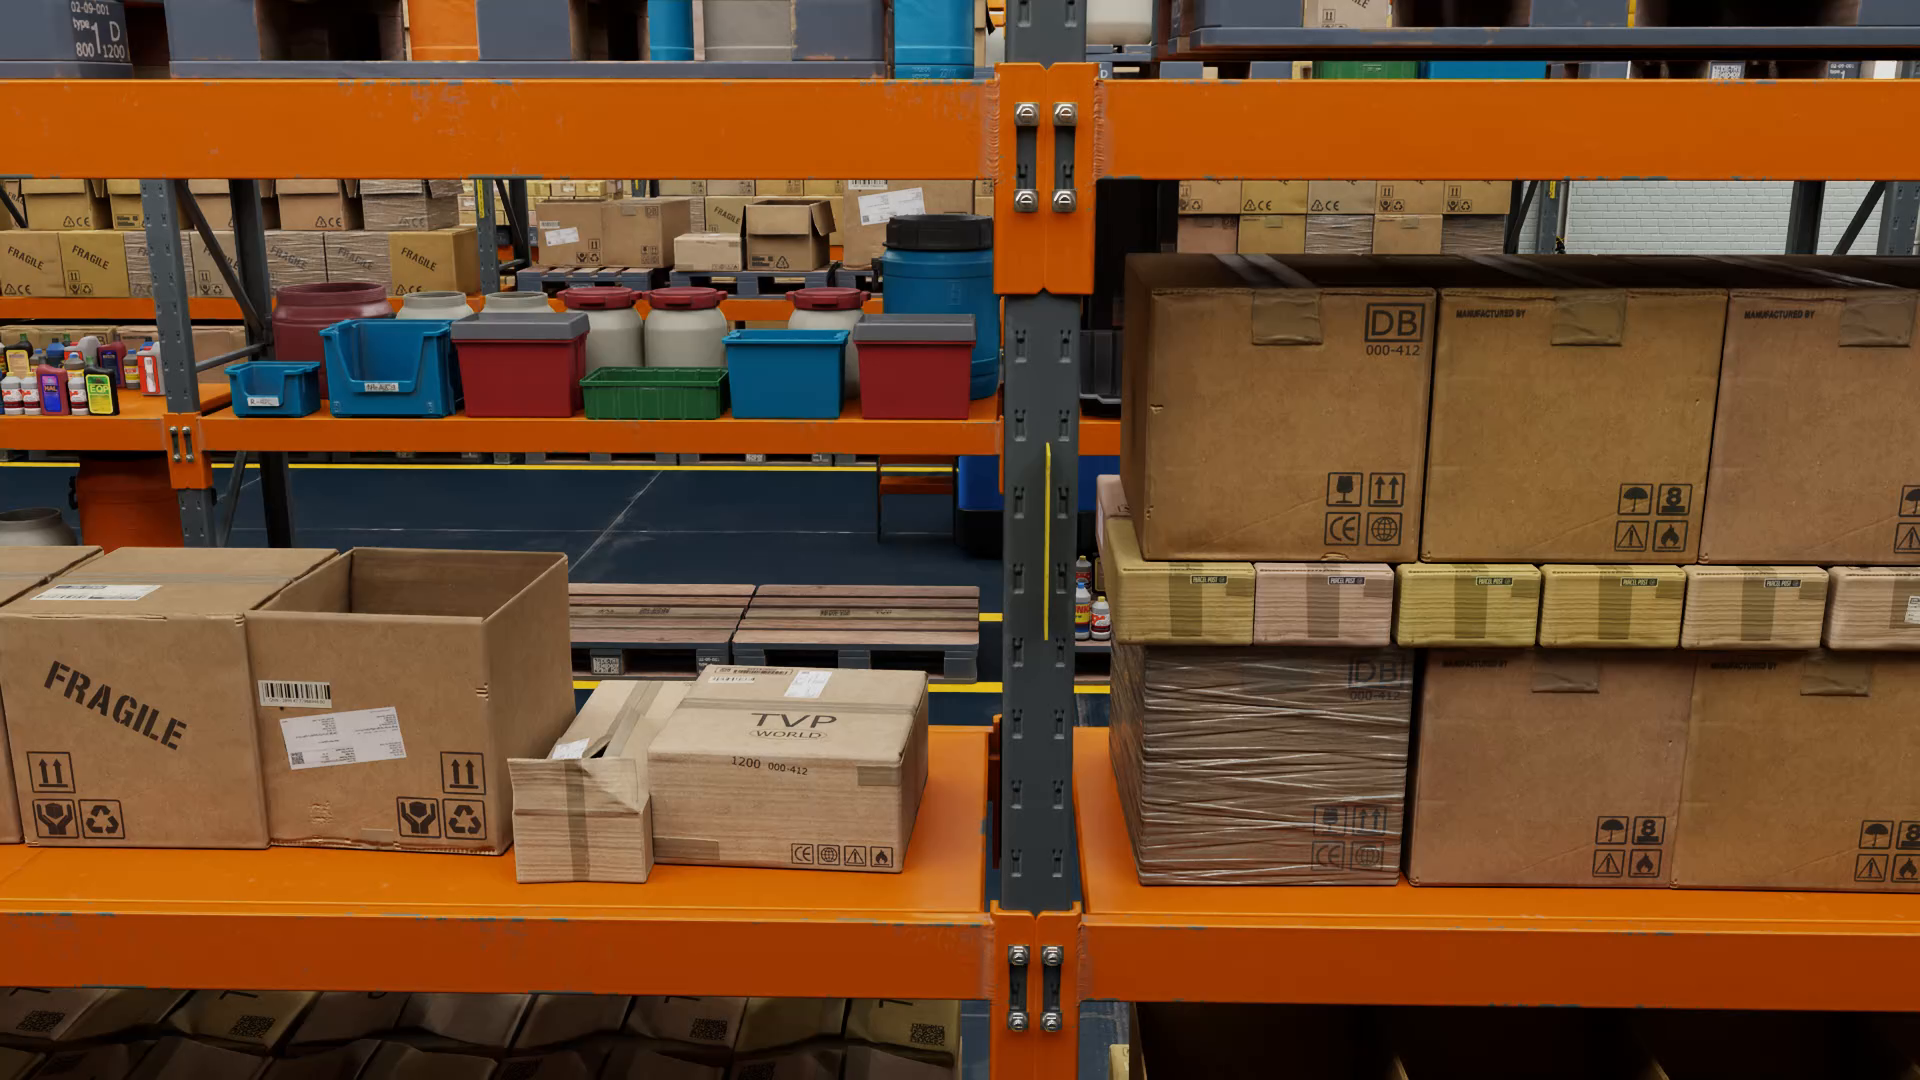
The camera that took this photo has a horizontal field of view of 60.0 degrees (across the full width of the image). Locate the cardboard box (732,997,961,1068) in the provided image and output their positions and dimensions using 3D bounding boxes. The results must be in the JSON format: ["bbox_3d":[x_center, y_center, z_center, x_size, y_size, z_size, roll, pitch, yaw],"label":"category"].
[{"bbox_3d":[-0.255,1.175,3.974,0.500,0.311,0.500,0,15,2],"label":"cardboard box"}]

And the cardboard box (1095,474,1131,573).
[{"bbox_3d":[0.430,-0.029,3.602,0.250,0.149,0.380,0,15,1],"label":"cardboard box"}]

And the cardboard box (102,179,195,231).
[{"bbox_3d":[-6.264,-2.716,13.094,0.637,0.503,0.797,1,15,2],"label":"cardboard box"}]

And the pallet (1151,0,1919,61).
[{"bbox_3d":[1.006,-1.023,3.130,1.213,0.211,1.003,0,15,1],"label":"pallet"}]

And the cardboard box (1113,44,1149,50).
[{"bbox_3d":[1.266,-3.639,12.384,0.250,0.149,0.380,0,15,2],"label":"cardboard box"}]

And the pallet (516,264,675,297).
[{"bbox_3d":[-2.875,-2.096,13.281,1.003,0.211,1.213,0,15,1],"label":"pallet"}]

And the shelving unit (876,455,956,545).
[{"bbox_3d":[-0.280,-0.581,10.689,0.503,1.200,0.258,0,15,0],"label":"shelving unit"}]

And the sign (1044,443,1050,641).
[{"bbox_3d":[0.148,0.003,2.835,0.005,0.325,0.100,0,15,1],"label":"sign"}]

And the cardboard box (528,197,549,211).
[{"bbox_3d":[-4.397,-3.546,17.485,0.250,0.149,0.380,1,15,3],"label":"cardboard box"}]

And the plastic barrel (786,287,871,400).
[{"bbox_3d":[-0.668,-1.005,8.504,0.433,0.535,0.433,0,15,0],"label":"plastic barrel"}]

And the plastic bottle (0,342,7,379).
[{"bbox_3d":[-5.082,-0.940,8.773,0.097,0.271,0.097,0,15,0],"label":"plastic bottle"}]

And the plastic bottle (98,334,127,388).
[{"bbox_3d":[-4.468,-0.946,8.774,0.133,0.283,0.061,0,15,1],"label":"plastic bottle"}]

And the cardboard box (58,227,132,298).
[{"bbox_3d":[-6.632,-2.171,12.993,0.500,0.500,0.500,0,15,2],"label":"cardboard box"}]

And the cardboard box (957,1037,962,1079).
[{"bbox_3d":[-0.245,1.447,4.044,0.500,0.250,0.500,0,15,0],"label":"cardboard box"}]

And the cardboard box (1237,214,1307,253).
[{"bbox_3d":[2.357,-2.310,12.938,0.500,0.500,0.875,0,15,1],"label":"cardboard box"}]

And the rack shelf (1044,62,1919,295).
[{"bbox_3d":[2.152,-0.704,3.157,4.000,0.370,1.077,0,15,1],"label":"rack shelf"}]

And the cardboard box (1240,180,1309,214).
[{"bbox_3d":[2.352,-2.742,12.612,0.500,0.500,0.500,0,15,1],"label":"cardboard box"}]

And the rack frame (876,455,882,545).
[{"bbox_3d":[-0.524,-0.581,10.691,0.015,1.200,0.240,0,15,0],"label":"rack frame"}]

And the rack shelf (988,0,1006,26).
[{"bbox_3d":[-1.337,-7.040,22.079,4.000,0.370,1.077,0,15,1],"label":"rack shelf"}]

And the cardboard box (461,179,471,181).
[{"bbox_3d":[-5.382,-3.863,18.105,0.250,0.149,0.380,0,15,1],"label":"cardboard box"}]

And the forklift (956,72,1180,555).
[{"bbox_3d":[1.494,-1.427,10.505,3.031,2.935,1.130,0,15,0],"label":"forklift"}]

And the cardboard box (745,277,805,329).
[{"bbox_3d":[-1.881,-2.514,18.076,0.750,0.750,1.050,1,15,2],"label":"cardboard box"}]

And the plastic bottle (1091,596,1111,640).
[{"bbox_3d":[0.691,0.378,8.152,0.097,0.201,0.097,0,15,0],"label":"plastic bottle"}]

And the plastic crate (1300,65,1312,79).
[{"bbox_3d":[1.897,-2.293,8.287,0.396,0.136,0.243,0,15,1],"label":"plastic crate"}]

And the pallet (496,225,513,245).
[{"bbox_3d":[-5.342,-3.340,17.997,1.213,0.211,1.003,0,15,1],"label":"pallet"}]

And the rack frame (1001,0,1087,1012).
[{"bbox_3d":[0.152,0.387,3.494,0.053,2.616,0.949,0,15,1],"label":"rack frame"}]

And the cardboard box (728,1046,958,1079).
[{"bbox_3d":[-0.260,1.312,3.456,0.500,0.311,0.500,0,15,1],"label":"cardboard box"}]

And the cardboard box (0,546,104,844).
[{"bbox_3d":[-2.169,0.318,3.558,0.500,0.500,0.500,0,15,-2],"label":"cardboard box"}]

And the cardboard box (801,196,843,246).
[{"bbox_3d":[-1.410,-3.397,17.641,0.500,0.500,0.500,0,15,1],"label":"cardboard box"}]

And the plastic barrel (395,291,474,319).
[{"bbox_3d":[-2.682,-1.005,8.551,0.421,0.512,0.421,0,15,0],"label":"plastic barrel"}]

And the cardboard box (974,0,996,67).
[{"bbox_3d":[-0.058,-3.872,12.731,0.637,0.503,0.797,0,15,-1],"label":"cardboard box"}]

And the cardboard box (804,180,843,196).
[{"bbox_3d":[-1.384,-3.948,17.768,0.500,0.500,0.700,0,15,1],"label":"cardboard box"}]

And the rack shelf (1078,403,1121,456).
[{"bbox_3d":[2.282,-0.516,8.328,4.000,0.370,1.077,0,15,1],"label":"rack shelf"}]

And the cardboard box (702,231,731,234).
[{"bbox_3d":[-1.916,-2.363,13.355,0.258,0.266,0.396,0,15,0],"label":"cardboard box"}]

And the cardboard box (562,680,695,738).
[{"bbox_3d":[-0.728,0.449,3.749,0.250,0.149,0.380,0,15,1],"label":"cardboard box"}]

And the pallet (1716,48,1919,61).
[{"bbox_3d":[2.222,-1.014,3.097,1.213,0.211,1.003,0,15,1],"label":"pallet"}]

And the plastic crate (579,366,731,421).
[{"bbox_3d":[-1.466,-0.714,8.082,0.662,0.188,0.450,0,15,1],"label":"plastic crate"}]

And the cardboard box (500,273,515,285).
[{"bbox_3d":[-5.065,-2.733,17.926,0.500,0.250,0.500,1,15,3],"label":"cardboard box"}]

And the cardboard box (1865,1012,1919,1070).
[{"bbox_3d":[2.107,1.242,3.350,0.500,0.500,0.500,0,15,1],"label":"cardboard box"}]

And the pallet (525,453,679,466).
[{"bbox_3d":[-2.809,-0.813,13.507,1.213,0.211,1.003,0,15,1],"label":"pallet"}]

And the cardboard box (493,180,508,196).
[{"bbox_3d":[-4.884,-3.694,17.464,0.250,0.149,0.380,0,15,1],"label":"cardboard box"}]

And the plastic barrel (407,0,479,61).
[{"bbox_3d":[-2.247,-2.496,7.700,0.708,0.830,0.600,0,15,1],"label":"plastic barrel"}]

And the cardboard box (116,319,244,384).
[{"bbox_3d":[-6.055,-1.364,13.470,0.875,0.875,1.225,0,15,-1],"label":"cardboard box"}]

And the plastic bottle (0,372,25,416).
[{"bbox_3d":[-4.574,-0.709,8.036,0.097,0.201,0.097,0,15,0],"label":"plastic bottle"}]

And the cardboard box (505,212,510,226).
[{"bbox_3d":[-4.621,-3.404,17.533,0.250,0.149,0.380,0,15,1],"label":"cardboard box"}]

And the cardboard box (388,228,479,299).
[{"bbox_3d":[-4.089,-2.155,12.932,0.500,0.500,0.500,1,15,3],"label":"cardboard box"}]

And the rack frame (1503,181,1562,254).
[{"bbox_3d":[4.408,-2.114,12.974,0.127,3.000,1.000,0,15,1],"label":"rack frame"}]

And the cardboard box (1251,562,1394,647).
[{"bbox_3d":[0.667,0.077,3.202,0.250,0.149,0.380,1,15,2],"label":"cardboard box"}]

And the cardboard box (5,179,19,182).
[{"bbox_3d":[-9.893,-4.077,17.674,0.500,0.500,0.500,0,15,0],"label":"cardboard box"}]
